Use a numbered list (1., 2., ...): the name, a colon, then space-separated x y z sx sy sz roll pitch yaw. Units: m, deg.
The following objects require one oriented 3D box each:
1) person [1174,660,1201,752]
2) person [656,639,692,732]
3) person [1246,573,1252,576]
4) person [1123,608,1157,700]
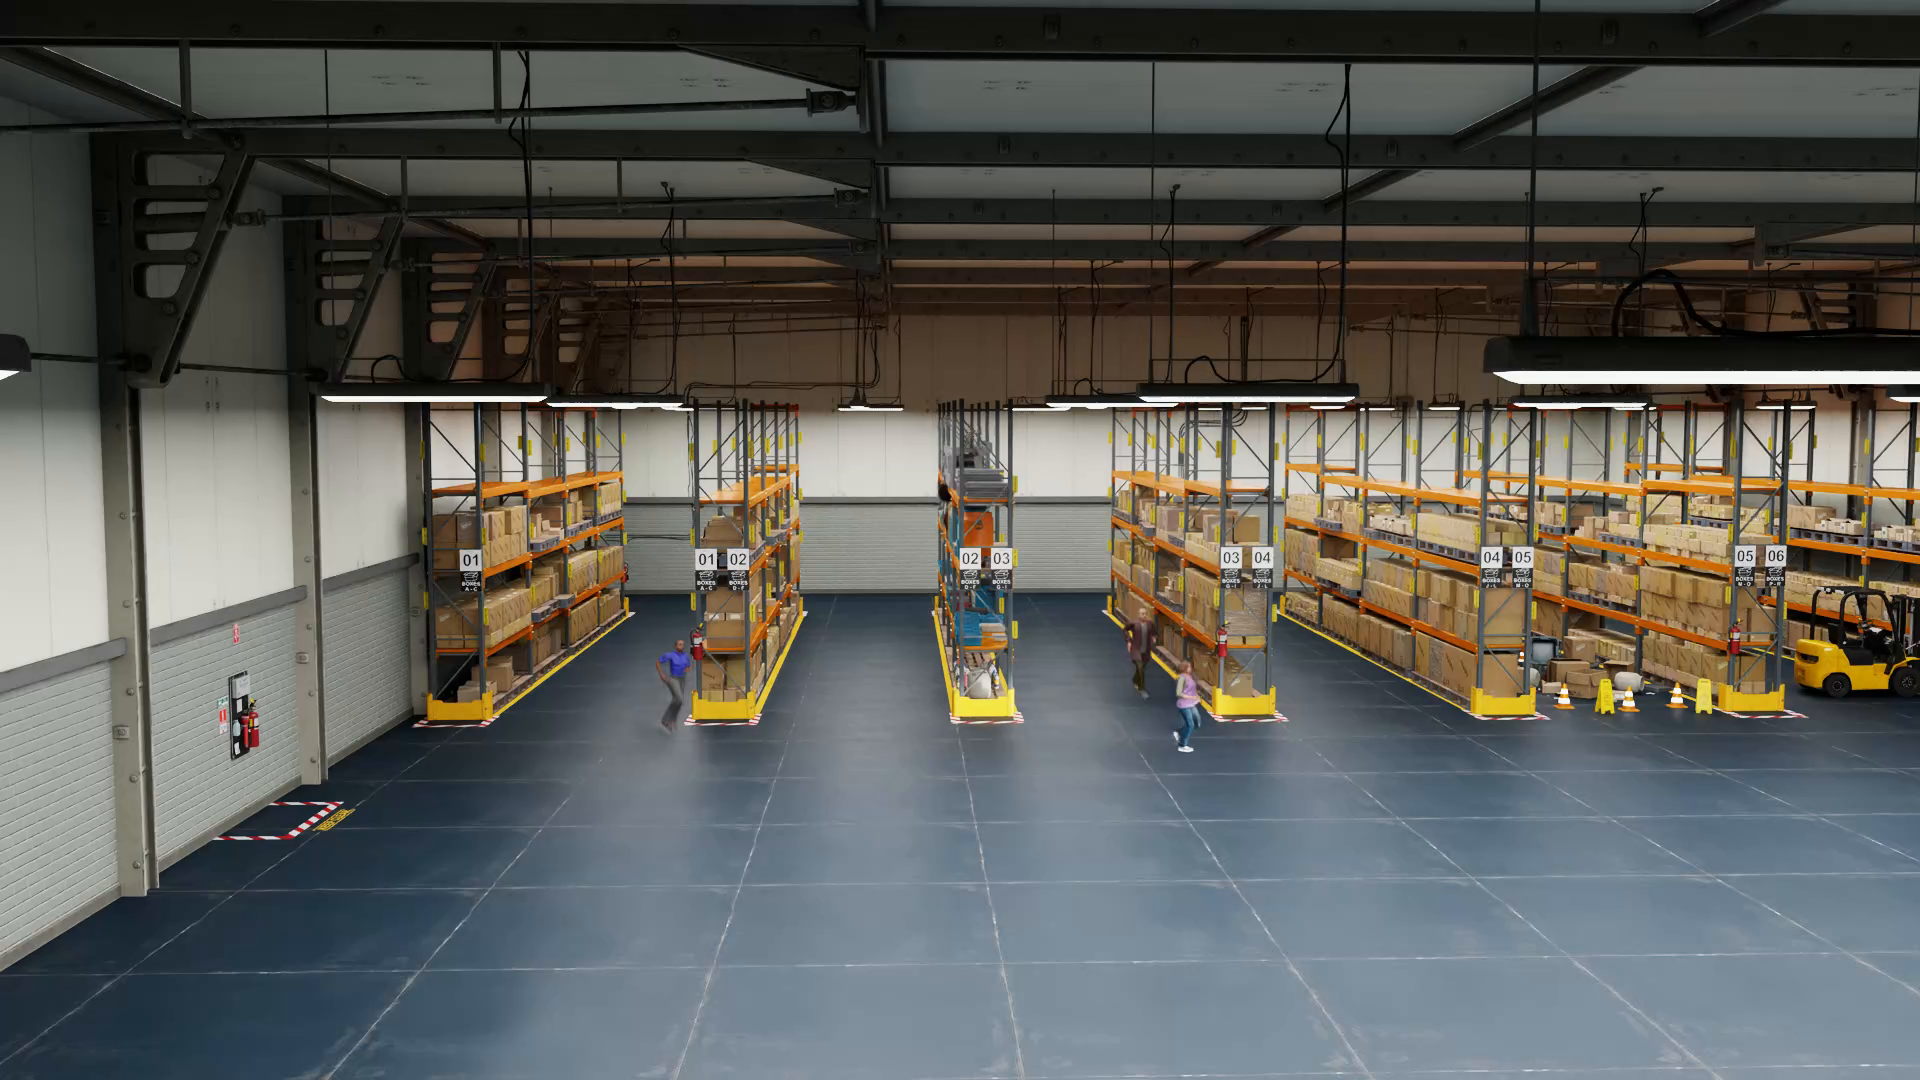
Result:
1. person: 3.848 2.809 28.112 0.551 1.552 0.530 3 5 31
2. person: -5.145 2.626 30.213 0.649 1.663 0.580 3 6 38
3. person: 7.966 1.269 47.588 0.707 1.665 0.898 4 6 43
4. person: 3.668 2.270 33.791 0.649 1.804 1.026 -1 5 -17
